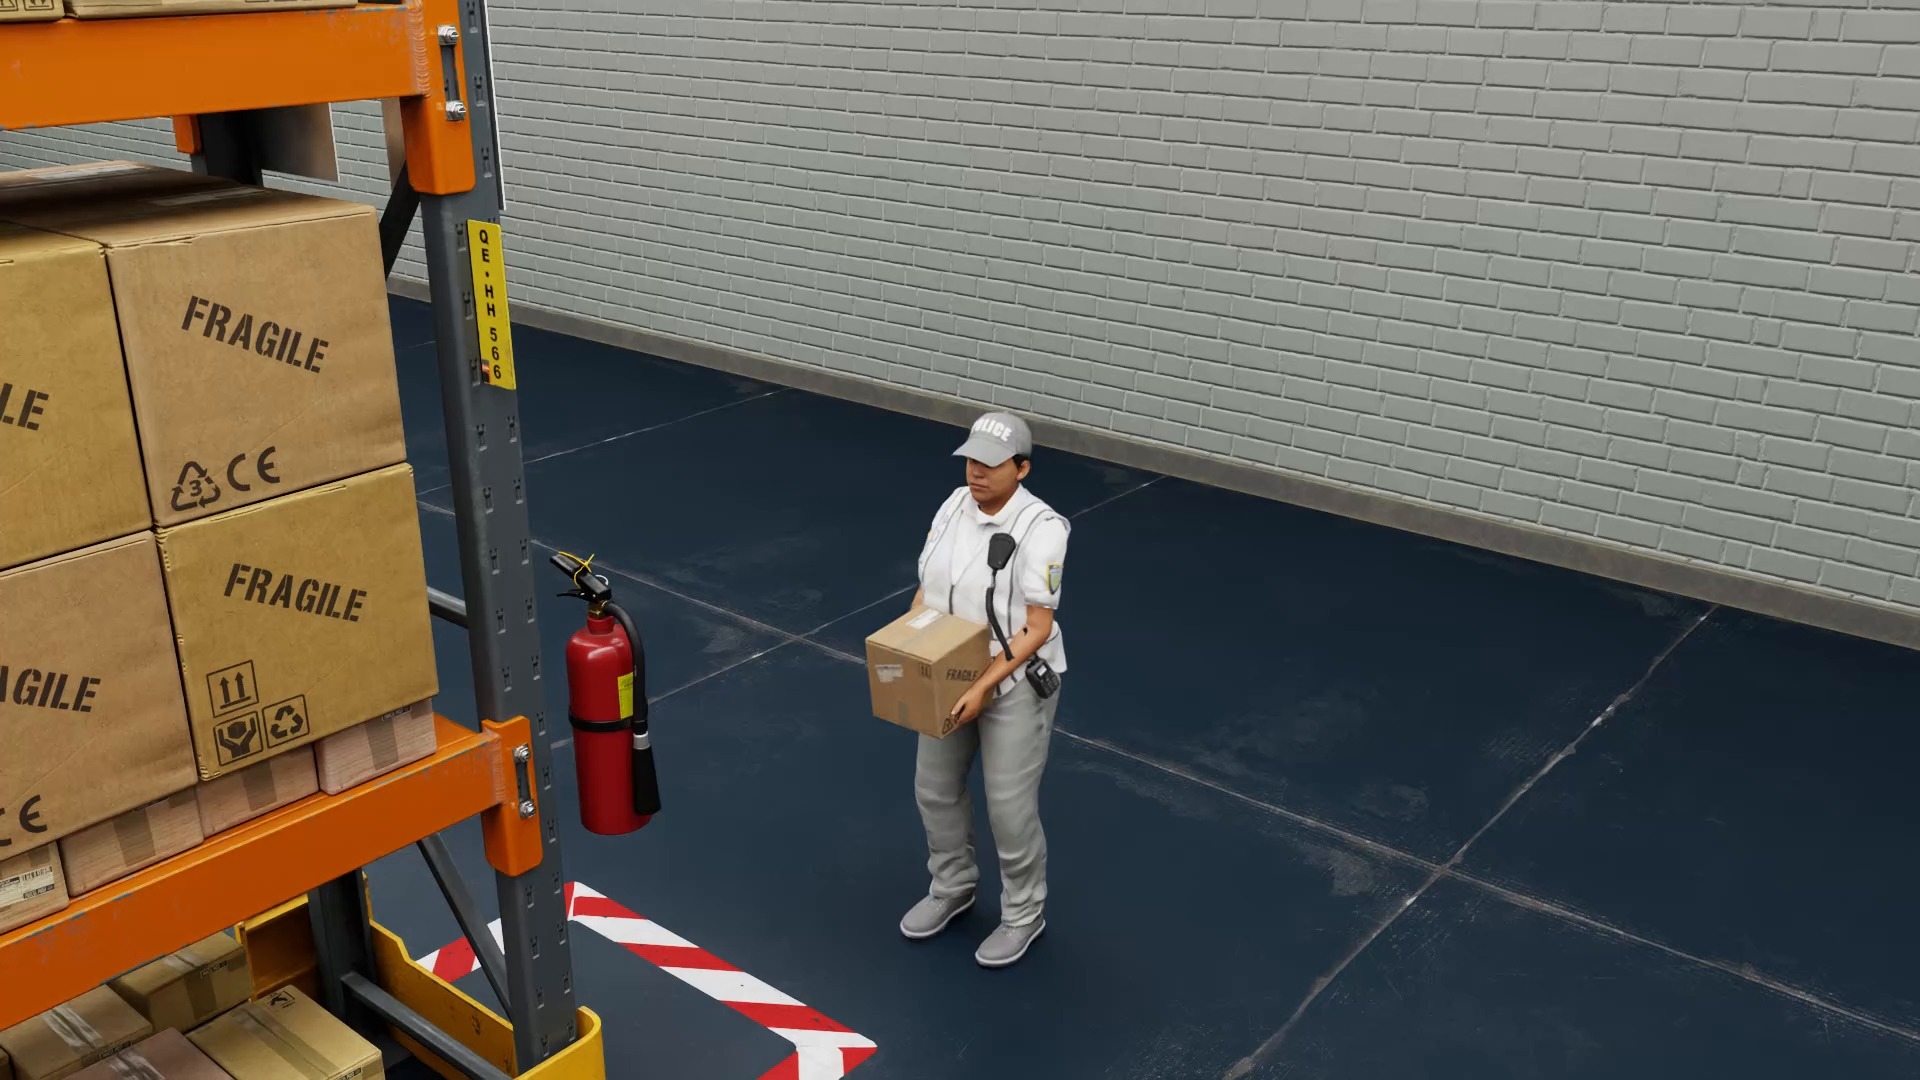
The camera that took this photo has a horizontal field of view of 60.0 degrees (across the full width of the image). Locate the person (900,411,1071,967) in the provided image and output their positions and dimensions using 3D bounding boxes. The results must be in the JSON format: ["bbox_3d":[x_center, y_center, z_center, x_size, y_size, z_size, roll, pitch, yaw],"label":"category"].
[{"bbox_3d":[0.044,0.445,4.868,0.471,1.664,0.536,16,25,36],"label":"person"}]
